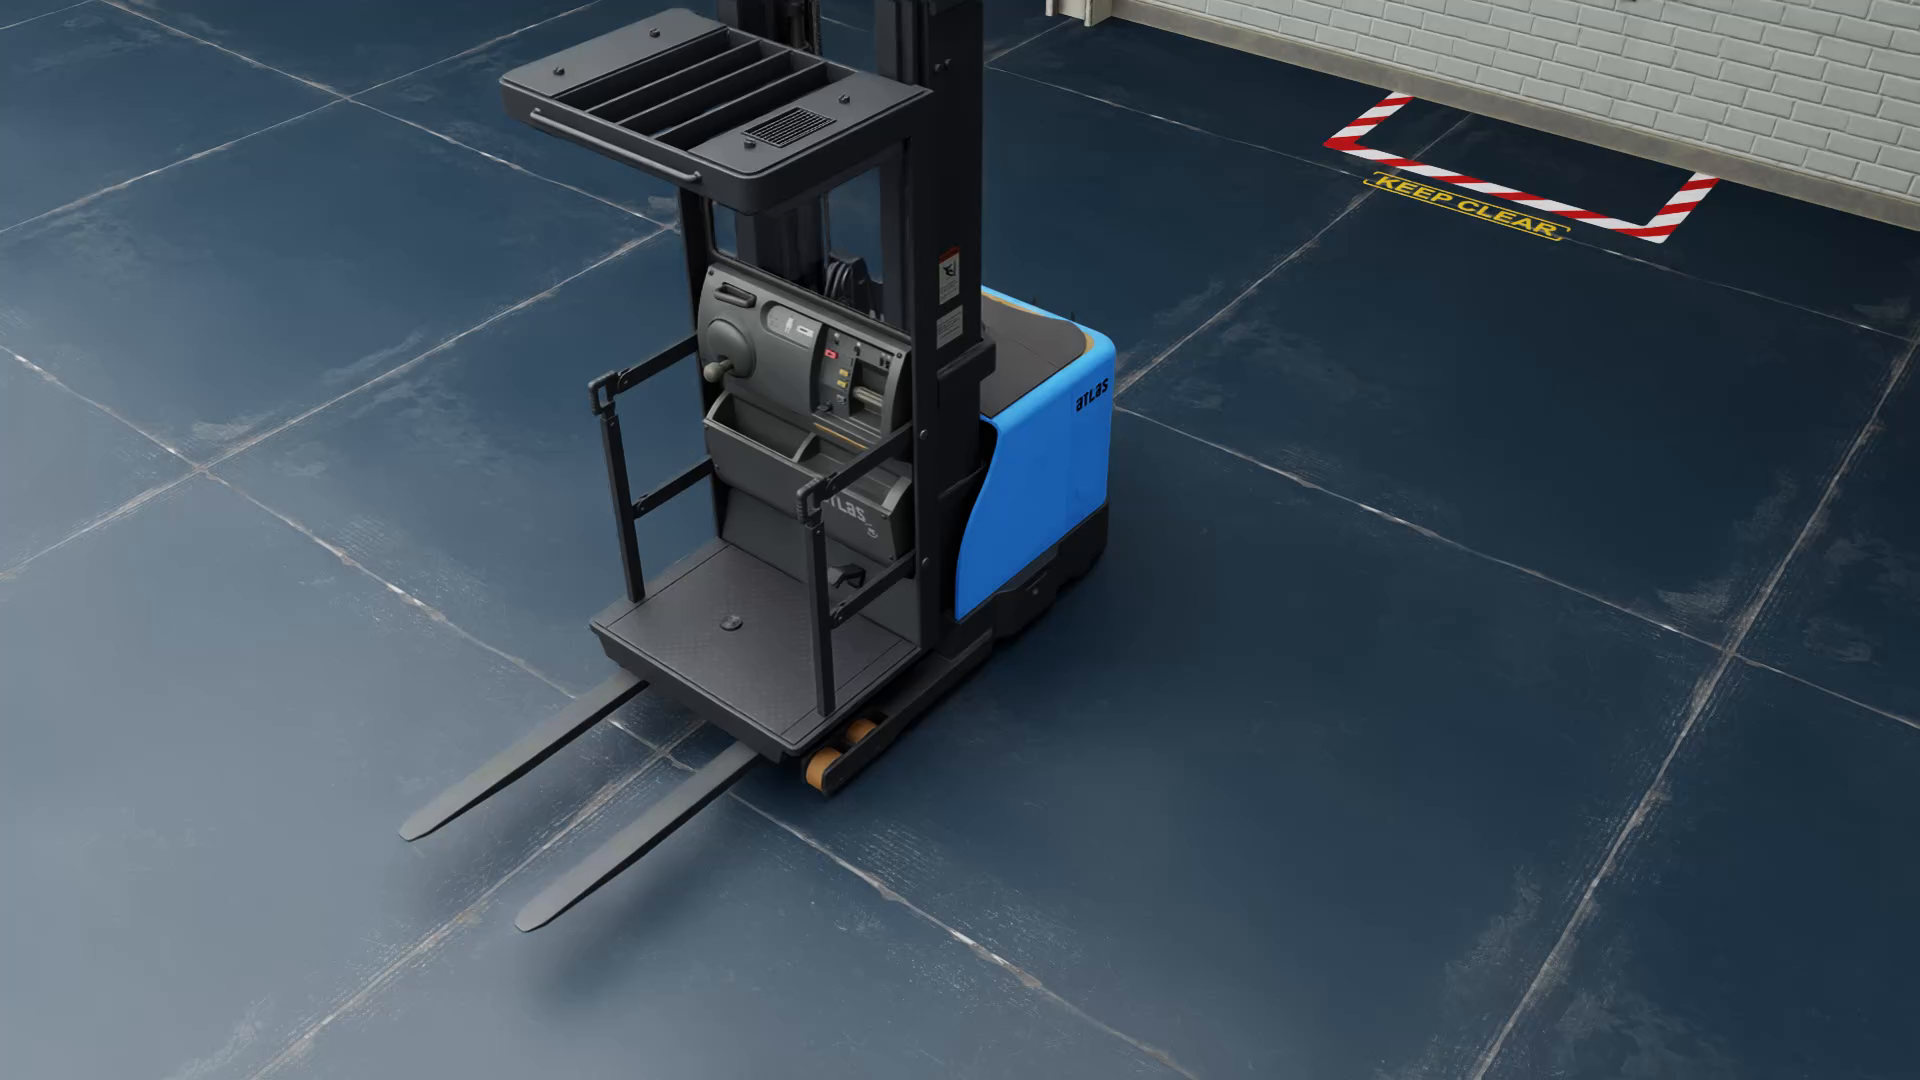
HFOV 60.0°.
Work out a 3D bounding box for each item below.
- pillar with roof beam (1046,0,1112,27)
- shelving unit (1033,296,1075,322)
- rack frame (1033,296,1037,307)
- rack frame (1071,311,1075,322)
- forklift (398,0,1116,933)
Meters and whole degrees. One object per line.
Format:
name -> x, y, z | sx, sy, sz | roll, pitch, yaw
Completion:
pillar with roof beam -> -1.742, -5.278, 6.691 | 0.400, 9.000, 9.100 | 25, 45, 29
shelving unit -> 0.330, -0.593, 7.277 | 0.210, 0.900, 0.258 | 27, 45, 30
rack frame -> 0.251, -0.632, 7.327 | 0.006, 0.900, 0.240 | 27, 45, 30
rack frame -> 0.409, -0.553, 7.226 | 0.006, 0.900, 0.240 | 27, 45, 30
forklift -> -0.689, -0.582, 5.616 | 1.130, 2.935, 3.031 | 27, 45, 30
